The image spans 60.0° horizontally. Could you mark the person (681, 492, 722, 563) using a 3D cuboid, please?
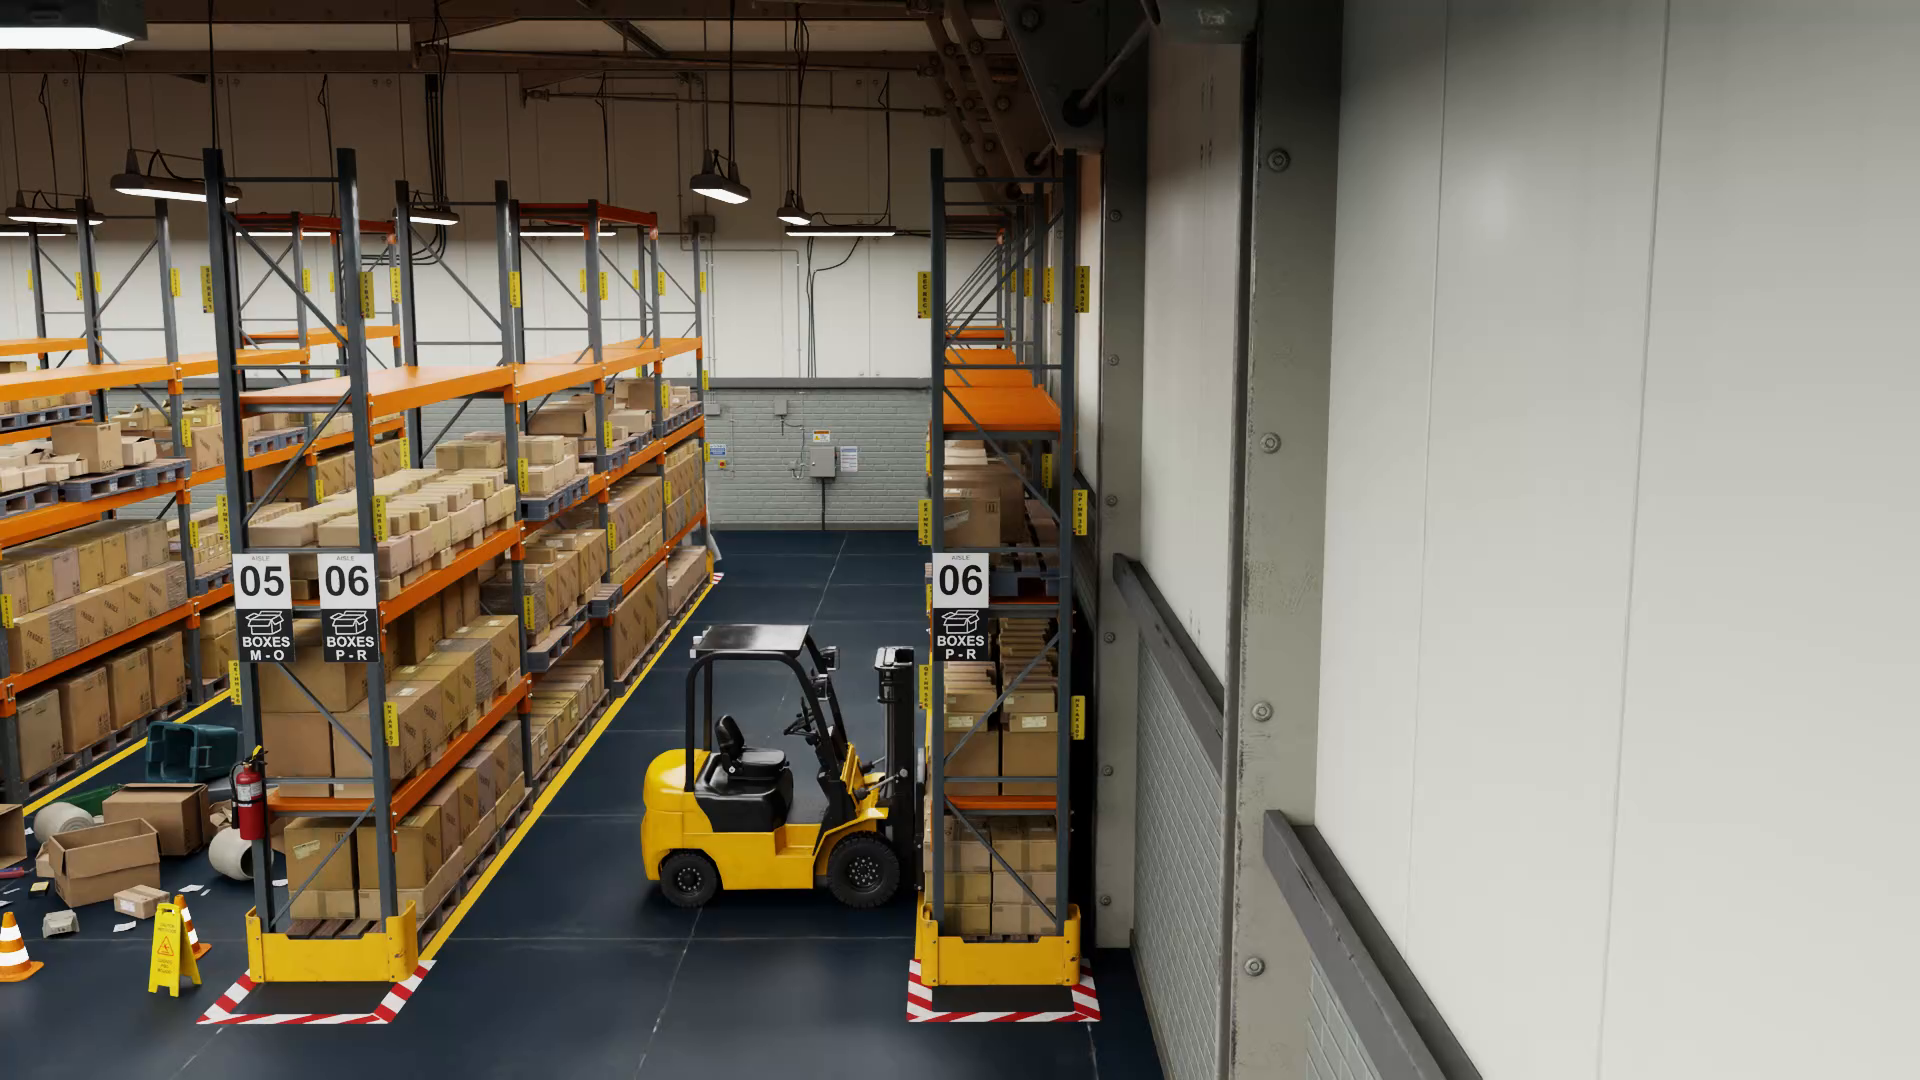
[{"bbox_3d":[-4.643,-0.389,29.185,0.779,1.839,0.696,3,10,19],"label":"person"}]
